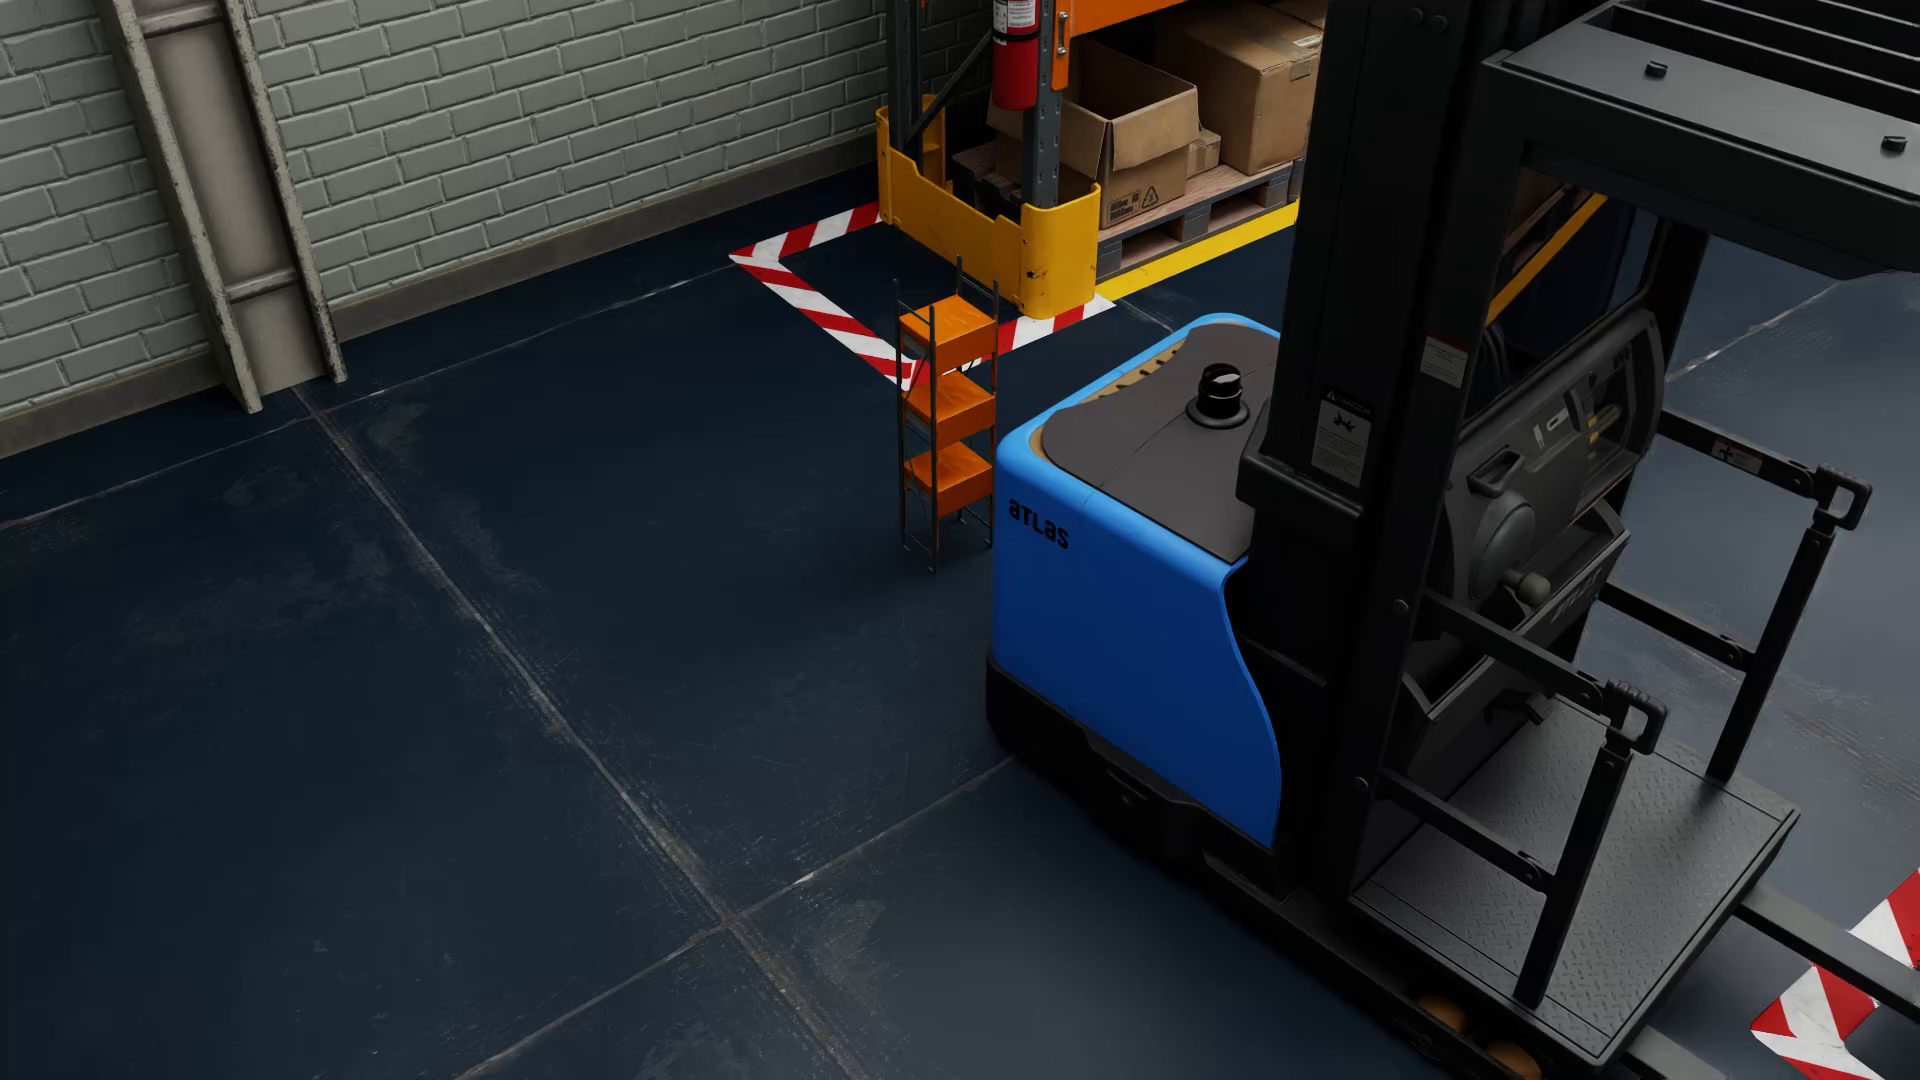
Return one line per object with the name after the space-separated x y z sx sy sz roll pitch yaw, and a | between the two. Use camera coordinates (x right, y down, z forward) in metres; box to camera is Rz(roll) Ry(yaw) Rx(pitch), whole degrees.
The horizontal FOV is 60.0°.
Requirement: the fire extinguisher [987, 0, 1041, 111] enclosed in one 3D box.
0.205 -1.918 6.077 0.183 0.674 0.296 -26 46 -28 | fire extinguisher

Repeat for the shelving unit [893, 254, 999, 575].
-0.042 -0.385 5.392 0.252 1.050 0.215 -26 46 -28 | shelving unit

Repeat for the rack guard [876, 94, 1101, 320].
0.101 -1.444 7.116 0.348 0.500 1.175 -26 46 -28 | rack guard

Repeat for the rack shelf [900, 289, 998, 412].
-0.042 -0.596 5.219 0.240 0.259 0.215 -26 46 -28 | rack shelf

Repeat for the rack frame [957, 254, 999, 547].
0.054 -0.432 5.449 0.008 1.050 0.200 -26 46 -28 | rack frame

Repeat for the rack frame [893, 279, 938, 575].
-0.139 -0.338 5.334 0.008 1.050 0.200 -26 46 -28 | rack frame

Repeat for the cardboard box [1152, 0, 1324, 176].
1.284 -2.076 7.556 0.500 0.500 0.700 -24 45 -26 | cardboard box

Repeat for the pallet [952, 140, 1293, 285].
0.732 -1.641 7.584 1.213 0.211 1.003 -26 46 -28 | pallet

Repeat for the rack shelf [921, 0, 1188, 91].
1.626 -2.876 7.458 4.000 0.370 1.077 -26 46 -28 | rack shelf

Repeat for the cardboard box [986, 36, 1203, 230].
0.583 -1.767 7.176 0.637 0.503 0.797 -28 47 -30 | cardboard box

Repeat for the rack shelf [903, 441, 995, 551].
-0.042 -0.162 5.575 0.240 0.259 0.215 -26 46 -28 | rack shelf

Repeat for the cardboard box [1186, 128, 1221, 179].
0.944 -1.774 7.465 0.250 0.149 0.380 -28 47 -30 | cardboard box

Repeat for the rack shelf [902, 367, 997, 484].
-0.042 -0.377 5.399 0.240 0.259 0.215 -26 46 -28 | rack shelf

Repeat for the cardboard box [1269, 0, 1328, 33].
1.765 -2.230 7.744 0.500 0.500 0.500 -25 46 -27 | cardboard box

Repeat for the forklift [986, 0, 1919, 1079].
1.479 -0.124 3.590 3.031 2.935 1.130 32 49 33 | forklift

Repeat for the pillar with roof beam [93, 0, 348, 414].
-0.024 -1.947 1.028 0.400 9.000 9.100 -26 46 -28 | pillar with roof beam

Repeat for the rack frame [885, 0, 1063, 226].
0.040 -2.381 6.287 0.127 3.000 1.000 -26 46 -28 | rack frame

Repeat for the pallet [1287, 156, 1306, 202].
1.699 -2.110 8.155 1.213 0.211 1.003 -26 46 -28 | pallet
